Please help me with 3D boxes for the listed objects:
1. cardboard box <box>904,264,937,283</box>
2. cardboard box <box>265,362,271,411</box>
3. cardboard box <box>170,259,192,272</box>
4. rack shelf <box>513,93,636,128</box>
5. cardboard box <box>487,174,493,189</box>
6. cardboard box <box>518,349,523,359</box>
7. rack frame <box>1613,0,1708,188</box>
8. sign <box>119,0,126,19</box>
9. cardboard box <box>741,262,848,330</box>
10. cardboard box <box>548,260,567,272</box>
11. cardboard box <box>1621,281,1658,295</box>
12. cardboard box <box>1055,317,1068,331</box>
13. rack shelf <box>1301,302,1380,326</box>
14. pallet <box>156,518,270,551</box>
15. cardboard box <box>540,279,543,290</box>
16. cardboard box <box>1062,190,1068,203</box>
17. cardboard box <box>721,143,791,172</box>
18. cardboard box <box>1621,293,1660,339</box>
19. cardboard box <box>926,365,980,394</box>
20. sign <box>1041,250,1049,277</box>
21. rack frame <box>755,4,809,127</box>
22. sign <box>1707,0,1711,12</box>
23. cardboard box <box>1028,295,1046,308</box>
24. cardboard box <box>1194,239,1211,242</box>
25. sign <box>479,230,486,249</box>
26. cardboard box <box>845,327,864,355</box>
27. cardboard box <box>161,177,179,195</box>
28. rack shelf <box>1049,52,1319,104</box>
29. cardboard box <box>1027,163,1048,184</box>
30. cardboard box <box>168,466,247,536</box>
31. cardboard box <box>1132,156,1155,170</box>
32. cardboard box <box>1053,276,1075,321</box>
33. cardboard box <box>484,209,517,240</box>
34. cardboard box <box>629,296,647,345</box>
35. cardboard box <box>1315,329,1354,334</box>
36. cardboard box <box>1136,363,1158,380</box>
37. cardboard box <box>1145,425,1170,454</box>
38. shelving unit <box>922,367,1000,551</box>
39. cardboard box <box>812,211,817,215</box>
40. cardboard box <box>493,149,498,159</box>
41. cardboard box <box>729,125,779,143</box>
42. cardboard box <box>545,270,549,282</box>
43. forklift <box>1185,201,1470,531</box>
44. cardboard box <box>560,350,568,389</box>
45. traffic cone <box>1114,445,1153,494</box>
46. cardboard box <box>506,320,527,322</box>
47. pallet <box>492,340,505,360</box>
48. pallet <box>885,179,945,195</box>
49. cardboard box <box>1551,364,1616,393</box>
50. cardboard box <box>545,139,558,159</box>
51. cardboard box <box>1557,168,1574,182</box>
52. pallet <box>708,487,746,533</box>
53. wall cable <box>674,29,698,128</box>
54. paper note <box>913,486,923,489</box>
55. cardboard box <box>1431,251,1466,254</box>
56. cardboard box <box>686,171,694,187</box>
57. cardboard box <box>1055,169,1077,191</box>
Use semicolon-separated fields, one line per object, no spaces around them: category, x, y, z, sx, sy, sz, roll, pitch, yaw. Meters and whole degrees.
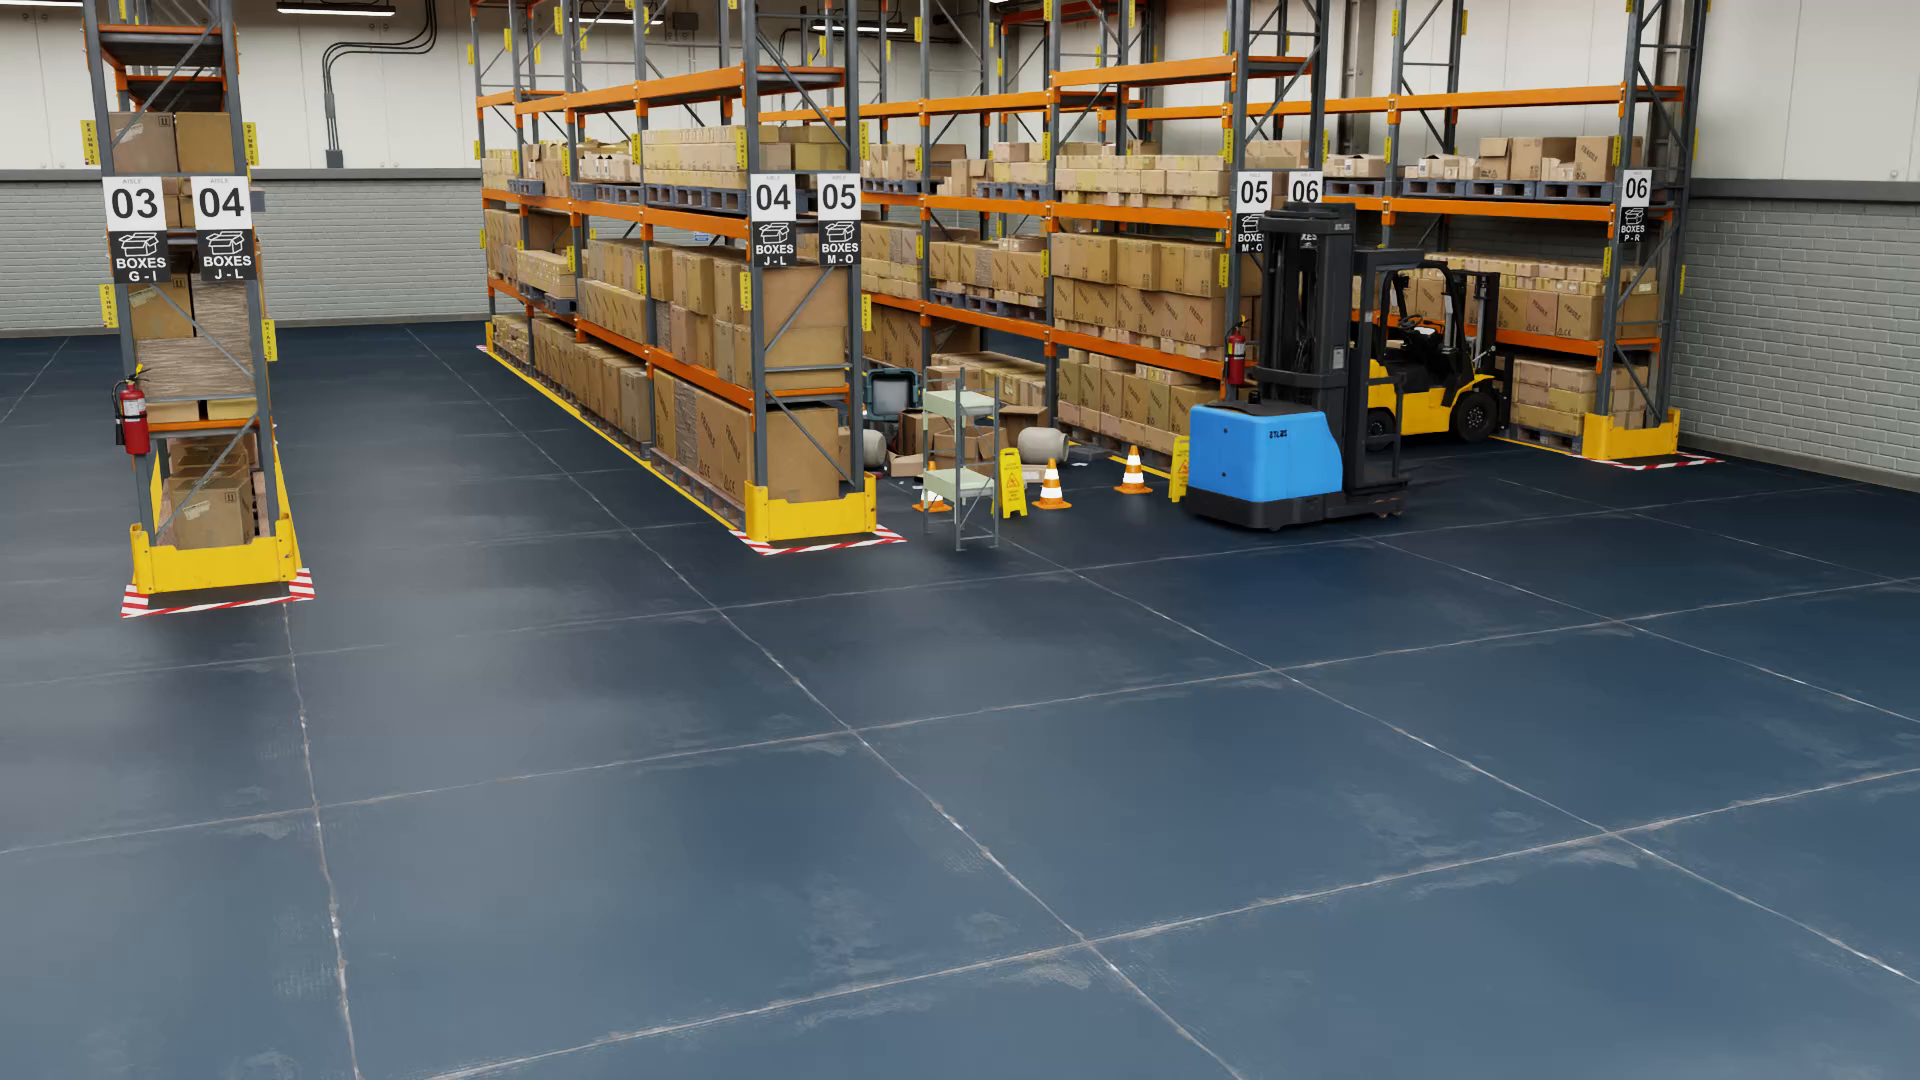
cardboard box;-0.496;-3.900;24.292;0.500;0.250;0.500;-6;14;-23
cardboard box;-9.407;-2.071;20.948;1.225;0.875;0.875;-6;14;-26
cardboard box;-6.988;-2.187;14.568;0.500;0.500;0.500;-6;14;-23
rack shelf;-5.365;-5.975;23.212;1.077;0.370;4.000;-6;14;-23
cardboard box;-7.616;-6.001;27.824;0.500;0.250;0.500;-5;14;-21
cardboard box;-6.828;-2.987;26.514;0.380;0.149;0.250;-6;14;-25
rack frame;7.682;-5.371;18.121;1.000;3.000;0.127;-6;14;-23
sign;-9.656;-6.161;19.112;0.100;0.325;0.005;-6;14;-23
cardboard box;-1.473;-2.211;15.043;0.875;0.550;0.550;-6;14;-23
cardboard box;-5.384;-3.723;22.608;0.380;0.149;0.250;-5;14;-21
cardboard box;7.784;-2.907;19.117;0.380;0.149;0.250;-6;14;-24
cardboard box;1.366;-2.610;20.050;0.380;0.149;0.250;-6;14;-23
rack shelf;5.279;-3.338;24.235;1.077;0.370;4.000;-6;14;-23
pallet;-6.268;0.067;14.111;1.003;0.211;1.213;-6;14;-23
cardboard box;-5.692;-3.593;23.366;0.380;0.149;0.250;-5;14;-21
cardboard box;1.432;-4.078;19.740;0.380;0.149;0.250;-6;14;-24
cardboard box;-1.812;-3.394;14.750;0.500;0.250;0.500;-5;14;-22
cardboard box;7.738;-2.625;19.337;0.500;0.500;0.500;-5;14;-21
cardboard box;-0.086;-1.810;19.903;0.500;0.500;0.500;-6;14;-23
sign;1.026;-3.339;20.078;0.100;0.325;0.005;-6;14;-23
rack frame;-3.274;-8.228;30.464;1.000;3.000;0.127;-6;14;-23
sign;8.193;-5.953;18.209;0.100;0.325;0.005;-6;14;-23
cardboard box;1.074;-2.990;20.761;0.380;0.149;0.250;-5;14;-22
cardboard box;3.654;-4.677;27.265;0.797;0.503;0.637;-6;14;-24
sign;-8.266;-5.210;28.809;0.100;0.325;0.005;-6;14;-23
cardboard box;-1.350;-3.527;27.239;0.875;0.875;0.875;-5;14;-21
cardboard box;-6.338;-2.781;13.028;0.380;0.149;0.250;-6;14;-25
rack shelf;2.334;-4.984;18.048;1.077;0.370;4.000;-6;14;-23
cardboard box;1.167;-4.527;20.524;0.500;0.250;0.500;-6;14;-24
cardboard box;-6.450;-0.342;14.309;0.500;0.500;0.500;-2;13;-8
cardboard box;2.085;-4.084;18.000;0.380;0.149;0.250;-5;14;-22
cardboard box;1.454;-2.904;19.882;0.500;0.500;0.500;-6;14;-23
cardboard box;-7.832;-5.401;28.456;0.500;0.500;0.500;-6;14;-23
cardboard box;-3.416;-2.490;18.756;0.500;0.500;0.500;-6;14;-23
cardboard box;5.254;-2.746;24.416;0.875;0.625;0.625;-6;14;-25
cardboard box;2.165;-1.865;18.339;0.380;0.149;0.250;-5;14;-21
cardboard box;2.365;-1.115;18.202;0.500;0.250;0.500;-6;14;-23
shelving unit;0.003;-0.729;14.695;0.431;1.500;0.755;-6;14;-23
cardboard box;-2.301;-5.533;28.246;0.380;0.149;0.250;-6;14;-23
cardboard box;-7.405;-6.302;27.133;0.380;0.149;0.250;-5;14;-21
cardboard box;-1.805;-3.551;14.545;0.380;0.149;0.250;-5;14;-22
cardboard box;-5.495;-3.633;22.882;0.380;0.149;0.250;-6;14;-23
forklift;3.657;-1.736;15.869;3.031;2.935;1.130;-8;15;-32
cardboard box;-5.272;-2.391;23.162;0.500;0.500;0.500;-5;14;-21
traffic cone;1.781;-0.736;17.024;0.336;0.463;0.334;-6;14;-23
cardboard box;-7.388;-3.592;27.810;0.380;0.149;0.250;-5;14;-21
pallet;-7.445;-3.292;28.626;1.003;0.211;1.213;-6;14;-23
pallet;-0.376;-5.150;24.236;1.213;0.211;1.003;-5;14;-20
cardboard box;7.212;-1.868;19.237;0.500;0.250;0.500;-5;14;-21
cardboard box;-5.498;-5.391;22.941;0.396;0.266;0.258;-6;14;-23
cardboard box;7.072;-4.185;19.050;0.380;0.149;0.250;-6;14;-25
pallet;-1.751;-0.331;15.833;1.003;0.211;1.213;-6;14;-23
wall cable;-5.810;-9.378;35.431;0.463;3.000;0.029;-6;14;-23
paper note;-0.415;-0.553;17.195;0.144;0.017;0.142;-1;13;-4
cardboard box;6.485;-3.746;22.083;0.380;0.149;0.250;-6;14;-23
cardboard box;-2.414;-3.477;15.993;0.380;0.149;0.250;-5;14;-22
cardboard box;1.459;-4.244;19.574;0.500;0.250;0.500;-6;14;-24
